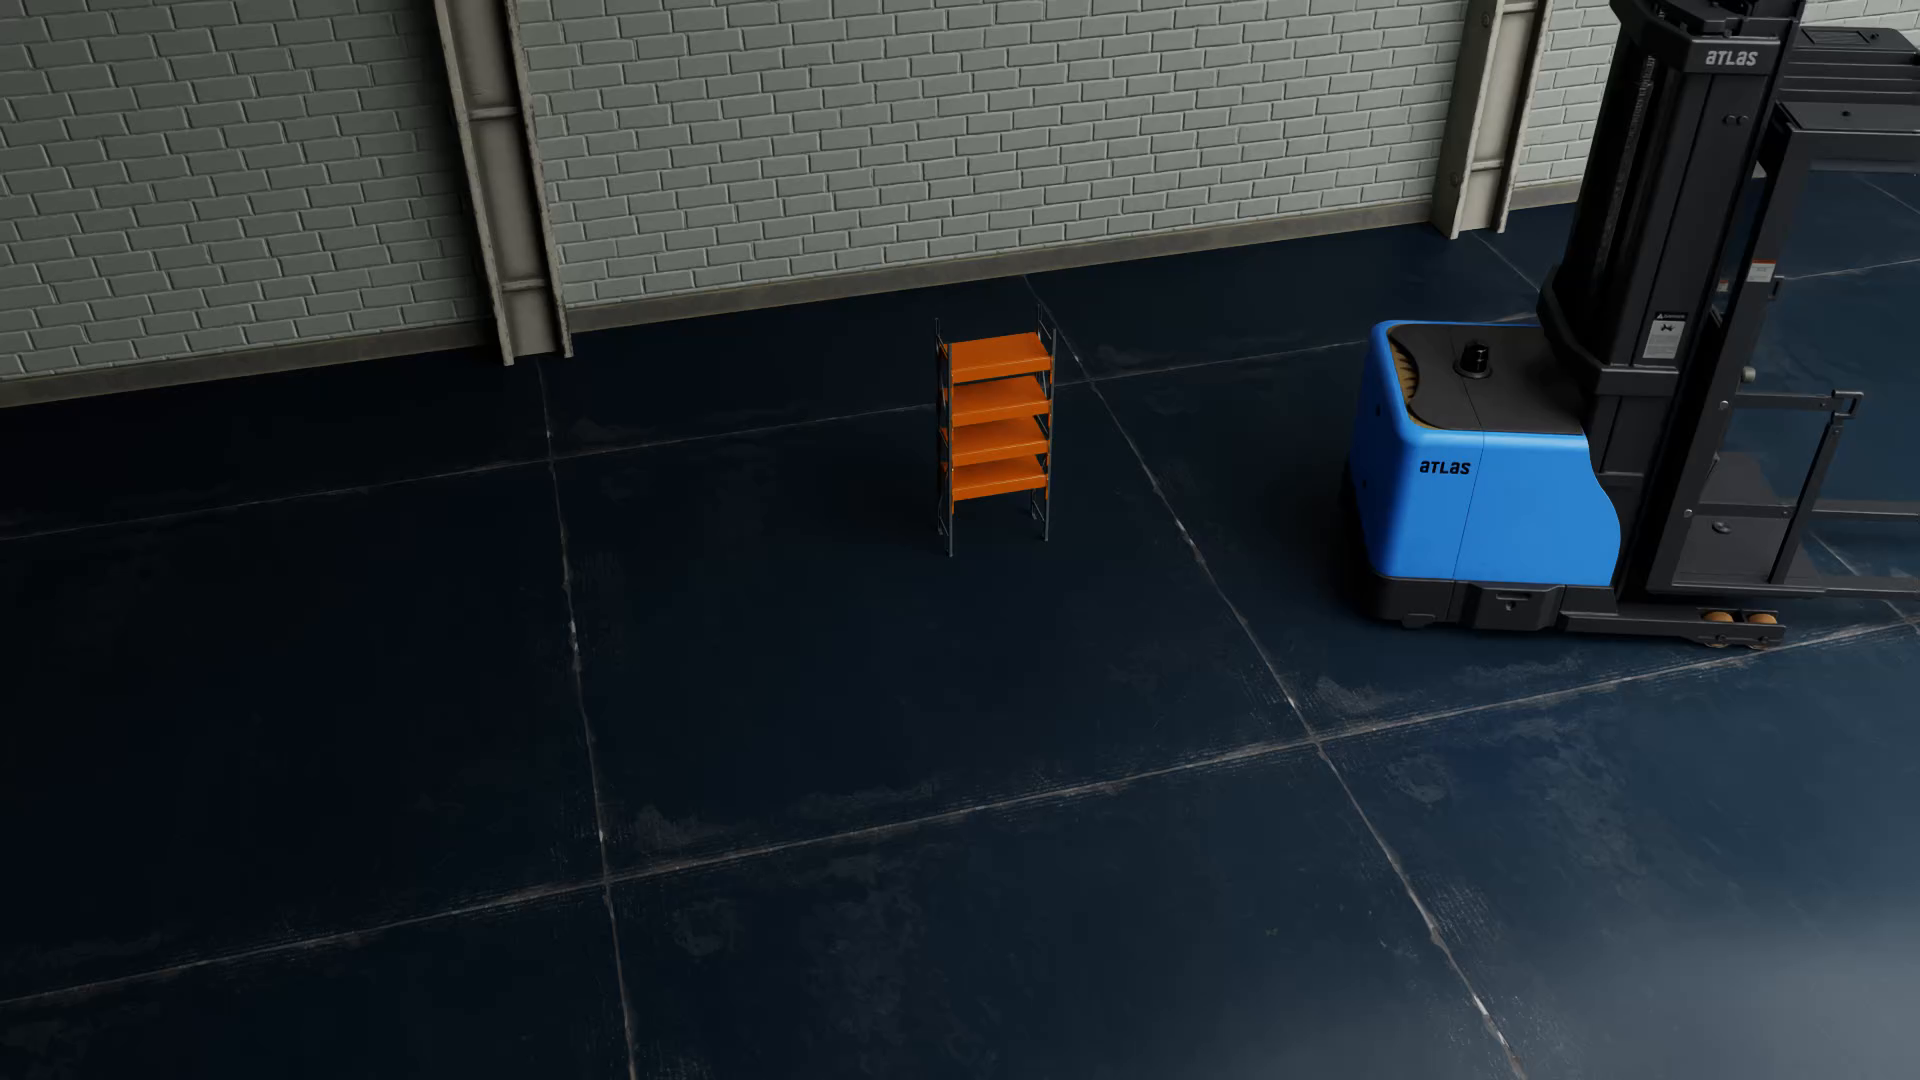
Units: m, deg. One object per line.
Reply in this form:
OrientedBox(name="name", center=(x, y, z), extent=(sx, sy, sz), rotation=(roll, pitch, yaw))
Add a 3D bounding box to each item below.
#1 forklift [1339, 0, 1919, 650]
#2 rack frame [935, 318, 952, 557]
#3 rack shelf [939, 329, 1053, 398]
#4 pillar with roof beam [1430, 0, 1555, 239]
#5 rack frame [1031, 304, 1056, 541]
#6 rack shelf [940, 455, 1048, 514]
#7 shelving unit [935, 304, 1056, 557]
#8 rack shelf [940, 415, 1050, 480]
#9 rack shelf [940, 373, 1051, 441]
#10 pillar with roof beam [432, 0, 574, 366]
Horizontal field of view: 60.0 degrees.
OrientedBox(name="forklift", center=(3.395, -1.001, 7.125), extent=(3.031, 2.935, 1.130), rotation=(2, 37, 3))
OrientedBox(name="rack frame", center=(-0.076, -0.464, 7.849), extent=(0.015, 1.200, 0.240), rotation=(-9, 38, -12))
OrientedBox(name="rack shelf", center=(0.160, -0.815, 7.660), extent=(0.480, 0.148, 0.258), rotation=(-9, 38, -12))
OrientedBox(name="pillar with roof beam", center=(4.449, -3.119, 4.901), extent=(0.400, 9.000, 9.100), rotation=(-9, 38, -12))
OrientedBox(name="rack frame", center=(0.395, -0.541, 7.950), extent=(0.015, 1.200, 0.240), rotation=(-9, 38, -12))
OrientedBox(name="rack shelf", center=(0.160, -0.292, 8.061), extent=(0.480, 0.148, 0.258), rotation=(-9, 38, -12))
OrientedBox(name="shelving unit", center=(0.160, -0.503, 7.899), extent=(0.503, 1.200, 0.258), rotation=(-9, 38, -12))
OrientedBox(name="rack shelf", center=(0.160, -0.449, 7.940), extent=(0.480, 0.148, 0.258), rotation=(-9, 38, -12))
OrientedBox(name="rack shelf", center=(0.160, -0.627, 7.804), extent=(0.480, 0.148, 0.258), rotation=(-9, 38, -12))
OrientedBox(name="pillar with roof beam", center=(-1.343, -2.169, 3.658), extent=(0.400, 9.000, 9.100), rotation=(-9, 38, -12))
